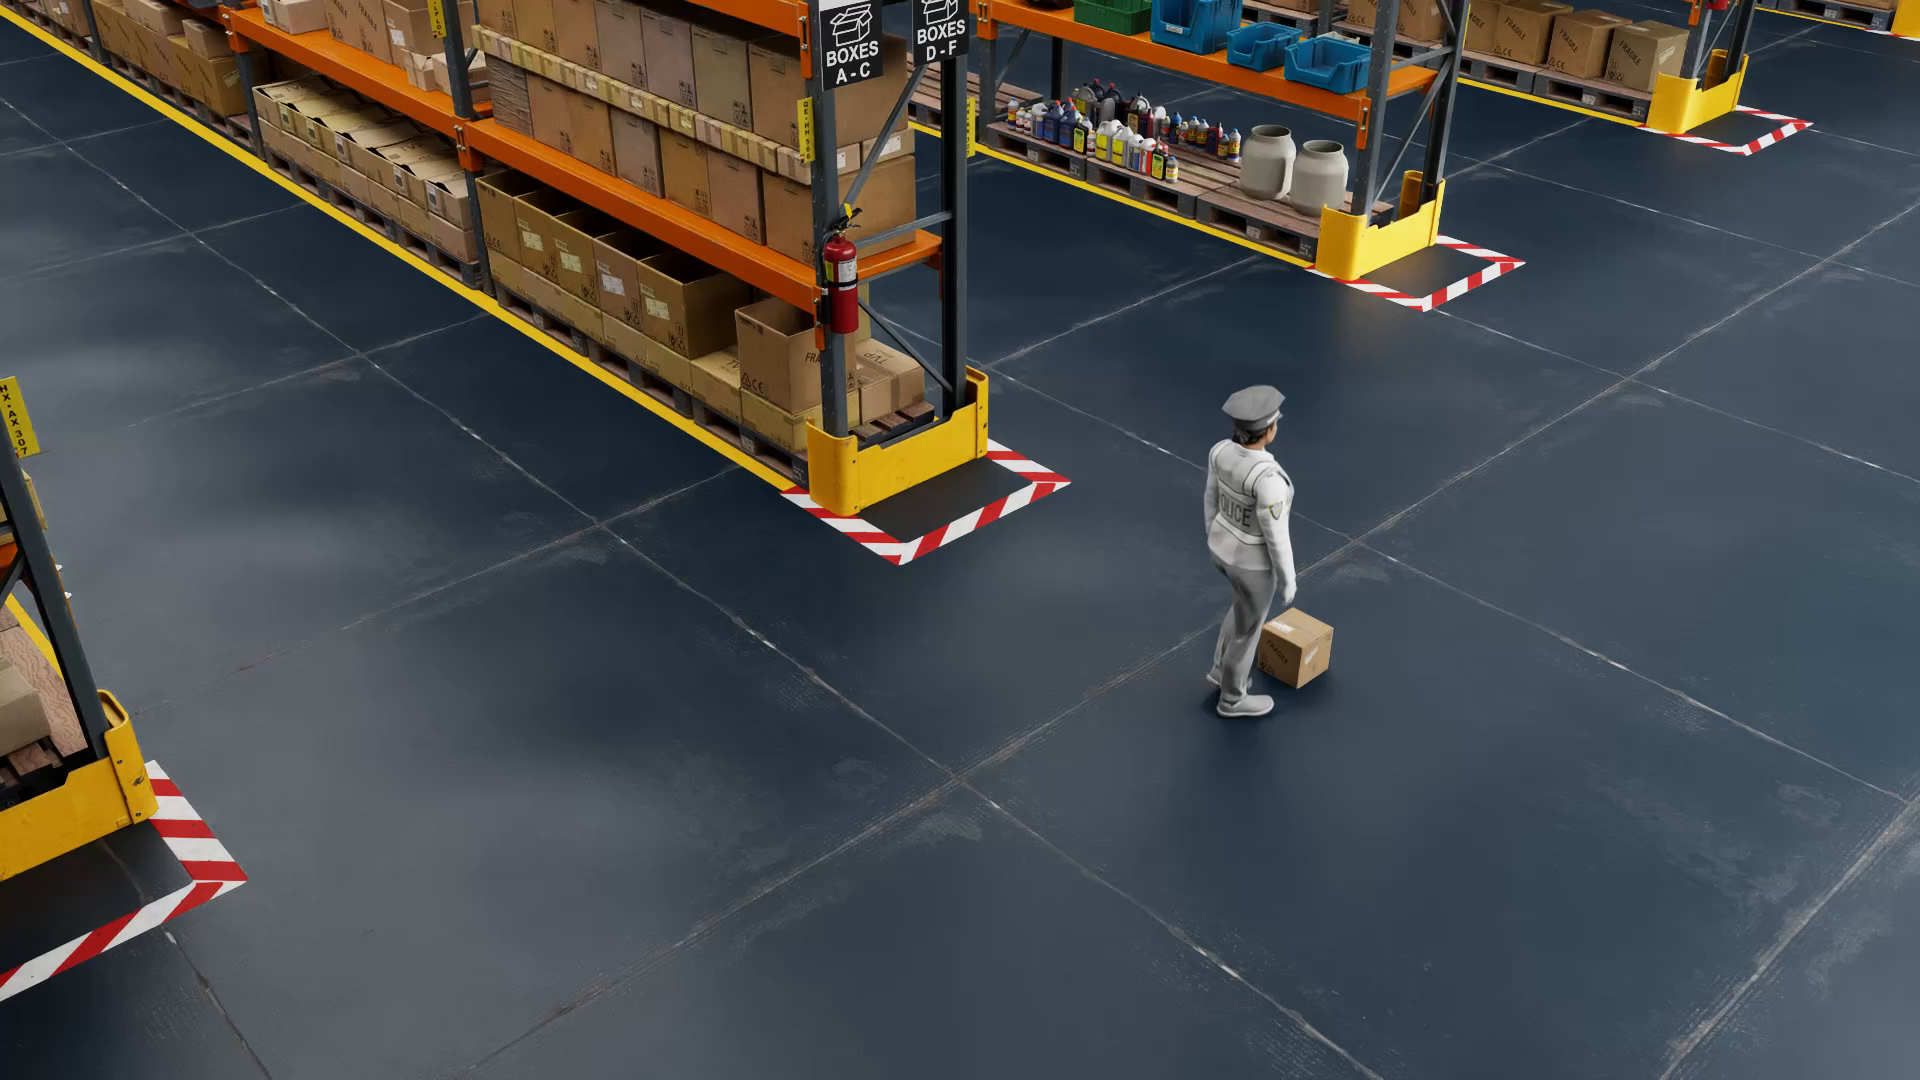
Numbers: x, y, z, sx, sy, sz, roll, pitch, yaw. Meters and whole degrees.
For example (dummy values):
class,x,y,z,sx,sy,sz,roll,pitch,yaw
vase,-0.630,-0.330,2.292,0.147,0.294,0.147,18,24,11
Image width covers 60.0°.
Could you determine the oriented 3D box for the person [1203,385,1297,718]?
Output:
class,x,y,z,sx,sy,sz,roll,pitch,yaw
person,1.325,0.102,7.536,0.381,1.710,0.520,-13,34,-21
